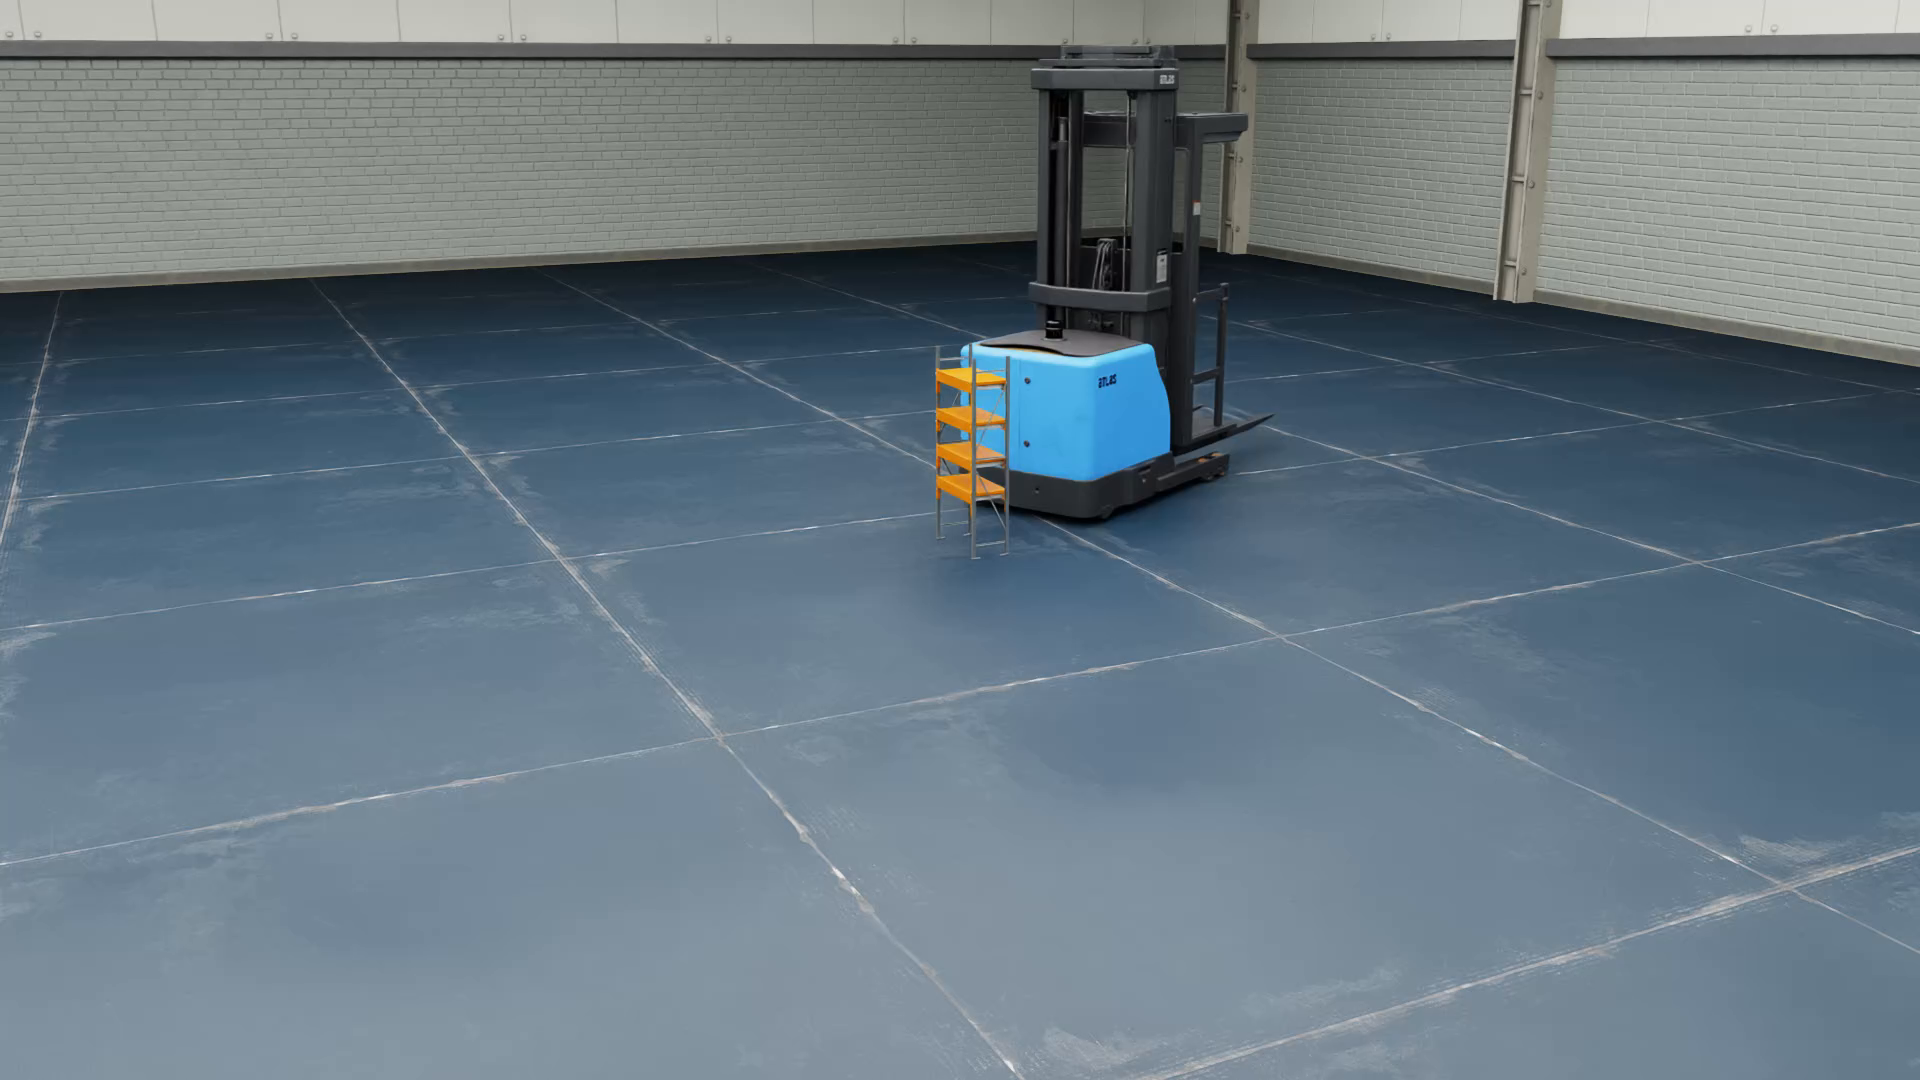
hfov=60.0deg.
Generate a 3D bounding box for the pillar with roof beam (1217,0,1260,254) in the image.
[{"bbox_3d":[0.353,-8.258,22.714,9.100,9.000,0.400,-8,18,-25],"label":"pillar with roof beam"}]

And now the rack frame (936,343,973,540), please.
[{"bbox_3d":[-0.034,-0.596,10.153,0.240,1.200,0.015,-8,18,-25],"label":"rack frame"}]

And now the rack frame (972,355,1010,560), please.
[{"bbox_3d":[0.179,-0.475,9.731,0.240,1.200,0.015,-8,18,-25],"label":"rack frame"}]

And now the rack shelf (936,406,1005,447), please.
[{"bbox_3d":[0.073,-0.686,9.899,0.258,0.148,0.480,-8,18,-25],"label":"rack shelf"}]

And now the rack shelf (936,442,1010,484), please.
[{"bbox_3d":[0.073,-0.471,9.961,0.258,0.148,0.480,-8,18,-25],"label":"rack shelf"}]

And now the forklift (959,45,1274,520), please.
[{"bbox_3d":[1.265,-1.887,11.514,1.130,2.935,3.031,11,20,34],"label":"forklift"}]

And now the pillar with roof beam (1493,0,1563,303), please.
[{"bbox_3d":[2.982,-6.771,17.530,9.100,9.000,0.400,-8,18,-25],"label":"pillar with roof beam"}]

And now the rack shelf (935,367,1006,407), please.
[{"bbox_3d":[0.073,-0.913,9.834,0.258,0.148,0.480,-8,18,-25],"label":"rack shelf"}]

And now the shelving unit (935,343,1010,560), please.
[{"bbox_3d":[0.073,-0.536,9.942,0.258,1.200,0.503,-8,18,-25],"label":"shelving unit"}]

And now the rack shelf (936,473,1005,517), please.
[{"bbox_3d":[0.073,-0.280,10.015,0.258,0.148,0.480,-8,18,-25],"label":"rack shelf"}]
